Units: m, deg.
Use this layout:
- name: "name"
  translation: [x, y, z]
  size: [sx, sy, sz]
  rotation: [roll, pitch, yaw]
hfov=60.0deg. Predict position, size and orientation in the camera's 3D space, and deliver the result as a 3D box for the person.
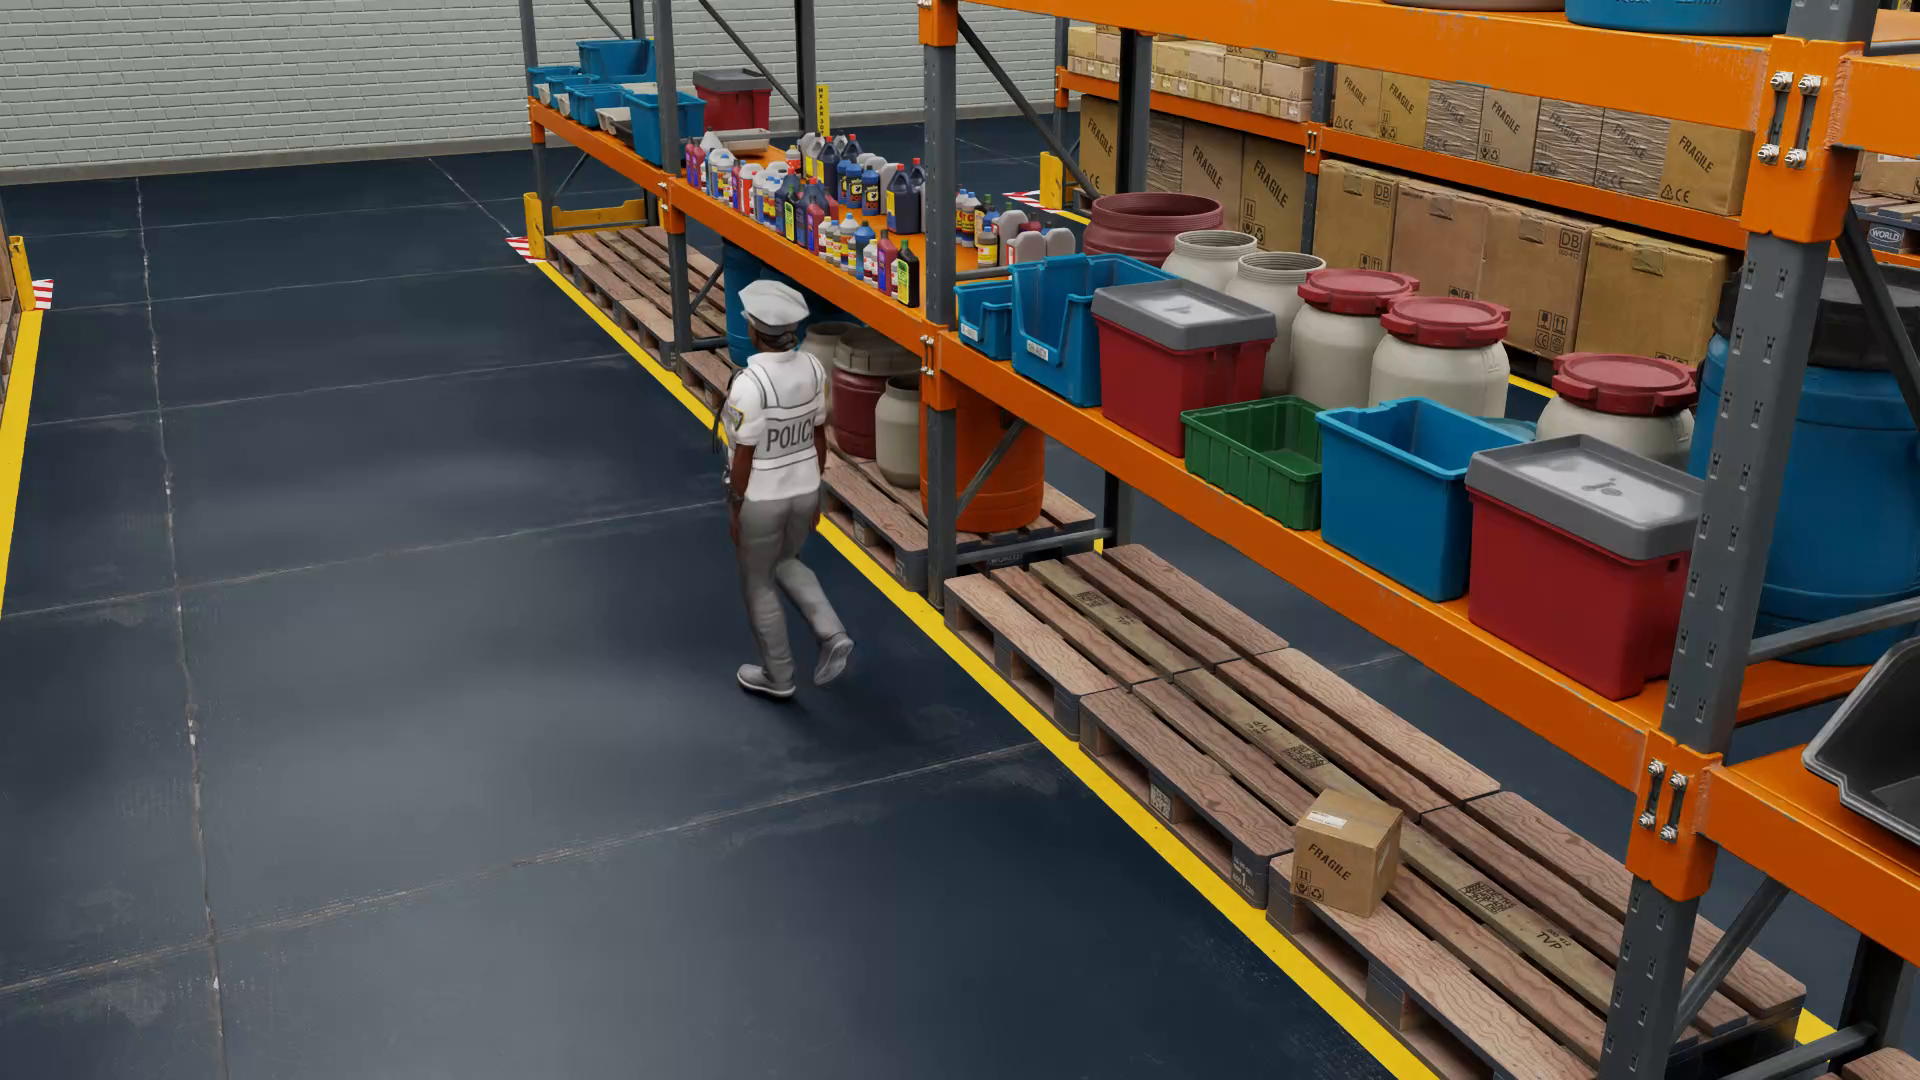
- name: "person"
  translation: [-0.691, -0.168, 6.401]
  size: [0.489, 1.679, 0.443]
  rotation: [18, 28, 37]
